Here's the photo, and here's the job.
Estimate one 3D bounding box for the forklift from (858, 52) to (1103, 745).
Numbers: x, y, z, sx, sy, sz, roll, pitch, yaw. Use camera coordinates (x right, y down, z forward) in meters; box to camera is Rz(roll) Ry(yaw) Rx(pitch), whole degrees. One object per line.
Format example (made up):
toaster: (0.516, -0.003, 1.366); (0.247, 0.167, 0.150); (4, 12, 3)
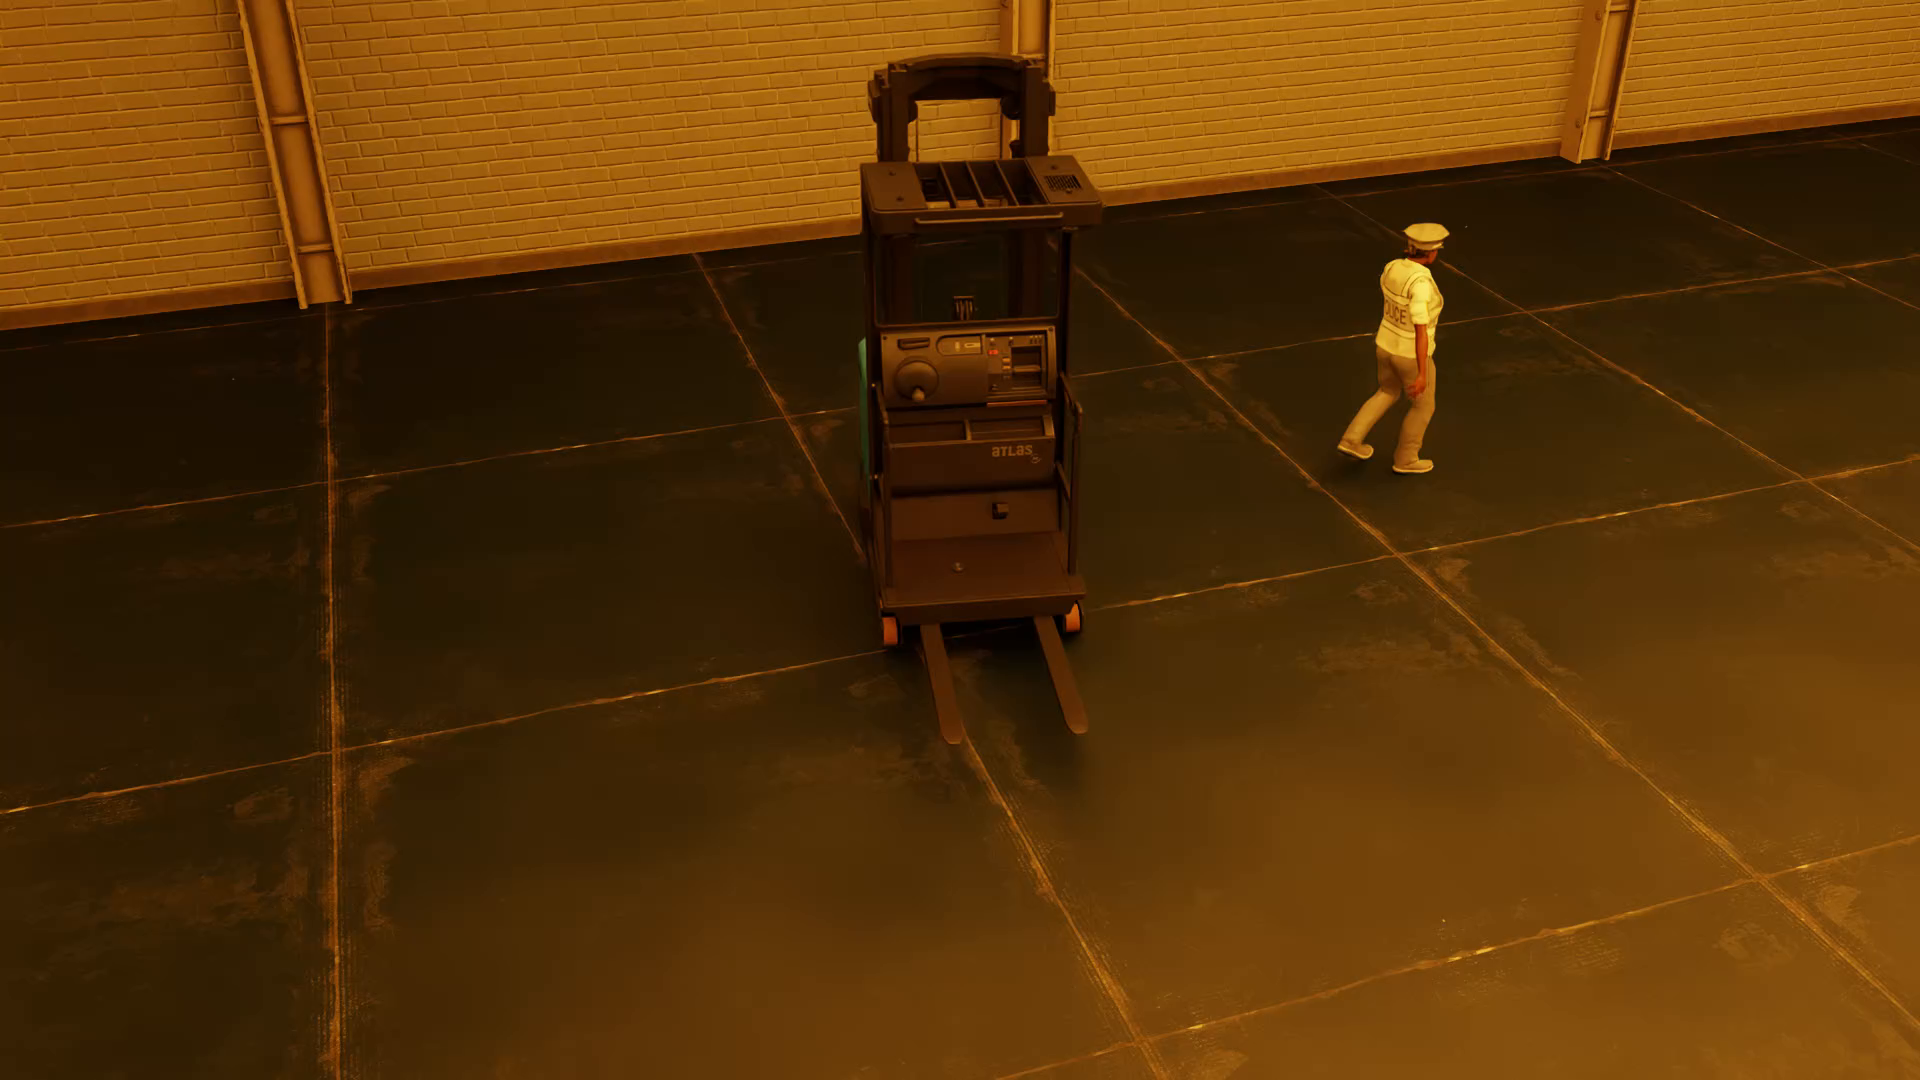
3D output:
forklift: (0.078, -0.879, 8.615); (1.130, 2.935, 3.031); (-4, 30, -6)

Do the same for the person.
person: (2.801, -1.168, 10.420); (0.648, 1.646, 0.779); (-12, 32, -19)
